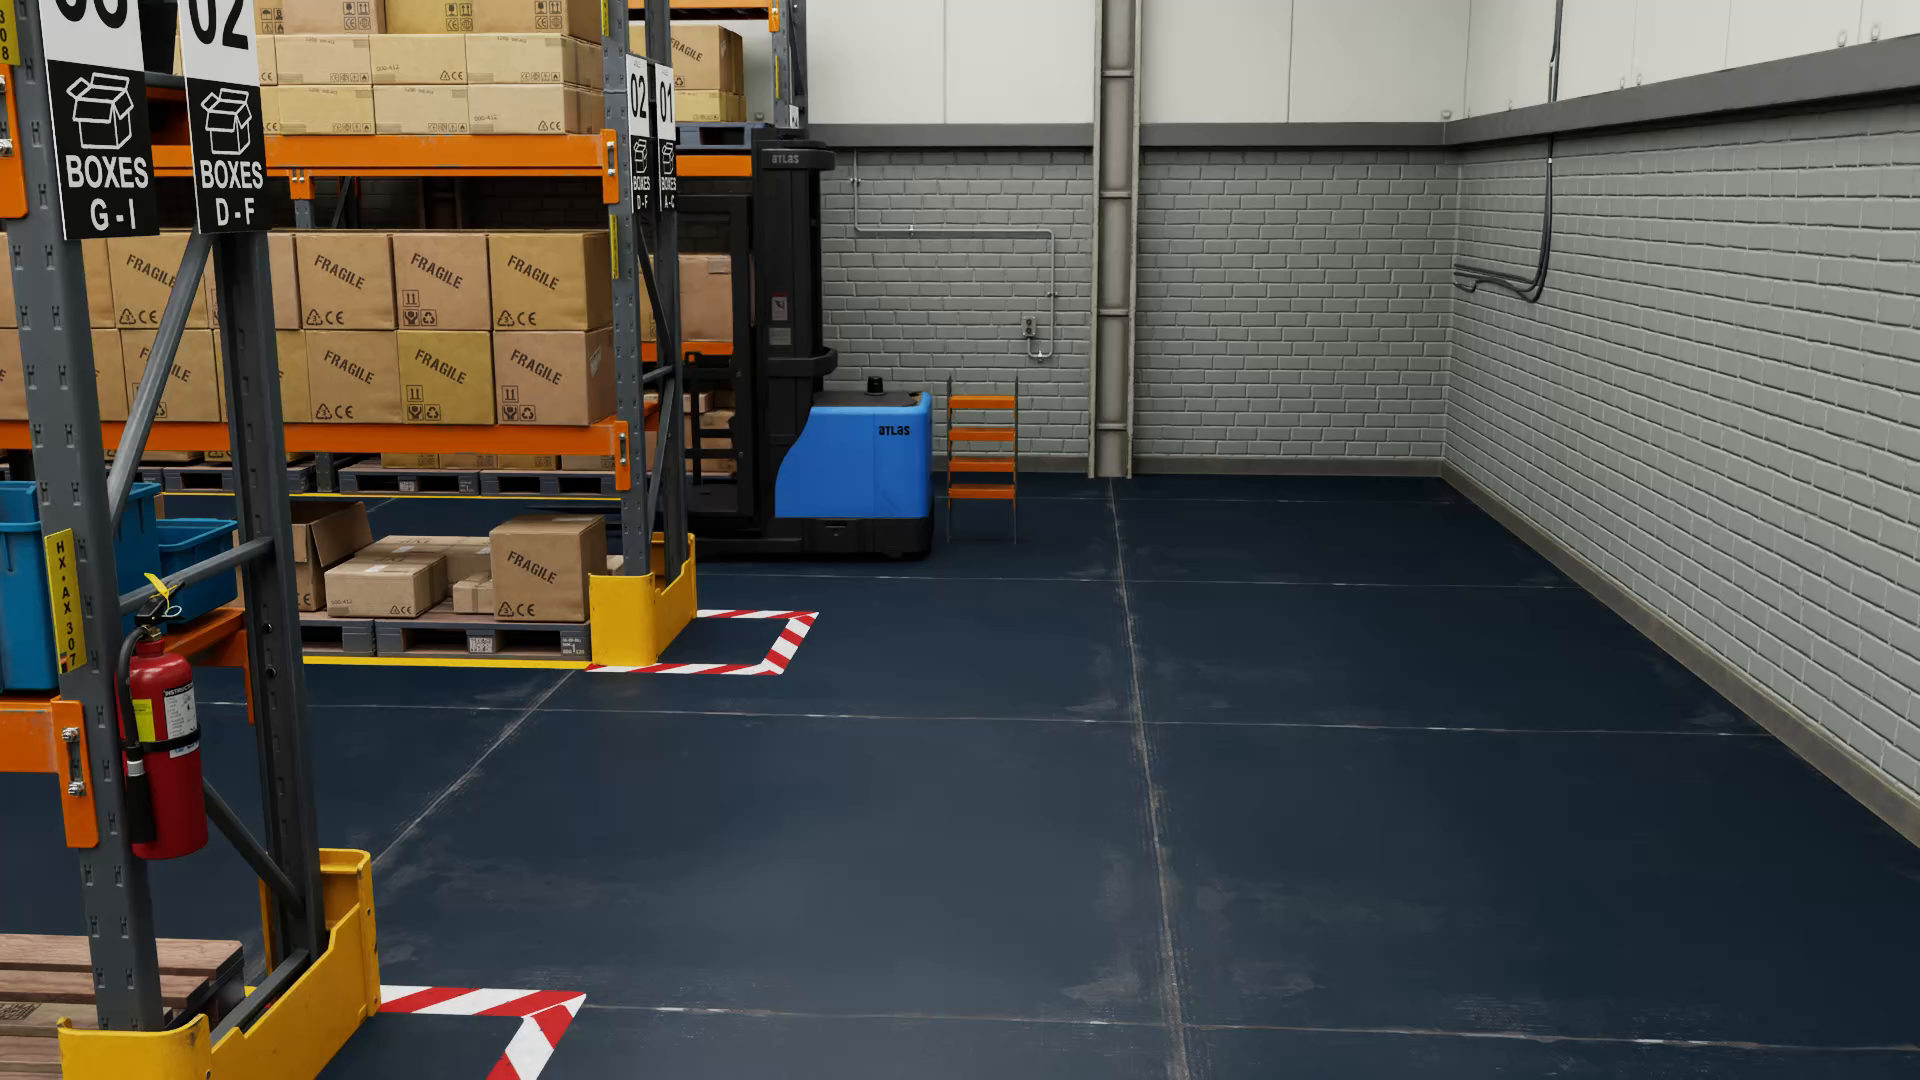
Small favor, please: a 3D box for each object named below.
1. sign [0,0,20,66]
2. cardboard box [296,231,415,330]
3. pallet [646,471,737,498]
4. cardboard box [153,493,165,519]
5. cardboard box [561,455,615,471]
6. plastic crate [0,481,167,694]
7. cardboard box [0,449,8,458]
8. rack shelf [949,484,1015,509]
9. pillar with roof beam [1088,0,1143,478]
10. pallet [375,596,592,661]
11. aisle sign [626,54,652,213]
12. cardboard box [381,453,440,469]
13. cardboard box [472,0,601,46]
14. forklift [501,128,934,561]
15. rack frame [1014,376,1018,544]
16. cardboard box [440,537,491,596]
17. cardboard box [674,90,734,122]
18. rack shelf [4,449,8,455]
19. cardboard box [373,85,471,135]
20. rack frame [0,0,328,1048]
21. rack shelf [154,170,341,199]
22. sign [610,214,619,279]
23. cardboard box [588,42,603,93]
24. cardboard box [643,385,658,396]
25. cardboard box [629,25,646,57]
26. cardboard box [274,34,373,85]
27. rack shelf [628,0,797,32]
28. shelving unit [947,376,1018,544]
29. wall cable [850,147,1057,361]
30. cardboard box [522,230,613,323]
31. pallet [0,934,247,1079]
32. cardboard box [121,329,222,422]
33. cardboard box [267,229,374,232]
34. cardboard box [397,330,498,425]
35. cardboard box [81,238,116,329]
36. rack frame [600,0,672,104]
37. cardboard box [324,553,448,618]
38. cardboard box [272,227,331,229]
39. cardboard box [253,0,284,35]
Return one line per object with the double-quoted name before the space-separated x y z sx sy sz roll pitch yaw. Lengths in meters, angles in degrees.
"sign" -2.077 -1.195 3.583 0.005 0.325 0.100 1 12 4
"cardboard box" -3.205 -1.403 8.965 0.500 0.500 0.500 1 12 5
"pallet" -2.197 -0.544 14.355 1.213 0.211 1.003 1 12 4
"cardboard box" -5.125 0.001 9.967 0.500 0.500 0.500 1 12 4
"cardboard box" -3.100 -0.899 14.319 0.500 0.500 0.700 0 12 2
"plastic crate" -2.403 0.097 4.248 0.499 0.435 0.616 1 12 4
"cardboard box" -8.651 -1.140 14.617 0.750 0.750 0.750 1 12 3
"rack shelf" 0.165 -0.325 12.189 0.480 0.148 0.258 1 12 4
"pillar with roof beam" 1.070 -4.111 9.943 0.400 9.000 9.100 1 12 4
"pallet" -2.593 0.451 9.597 1.213 0.211 1.003 1 12 4
"aisle sign" -1.674 -2.111 8.685 0.004 0.787 0.394 1 12 4
"cardboard box" -4.646 -0.920 14.419 0.500 0.500 0.700 1 12 4
"cardboard box" -2.235 -2.912 8.853 0.500 0.500 0.700 1 12 4
"forklift" -1.718 -1.394 11.773 3.031 2.935 1.130 0 12 1
"rack frame" 0.409 -0.582 12.118 0.015 1.200 0.240 1 12 4
"cardboard box" -2.744 0.156 9.837 0.500 0.250 0.500 1 12 4
"cardboard box" -2.142 -3.519 13.537 0.500 0.250 0.500 1 12 5
"rack shelf" -7.708 -0.632 9.721 4.000 0.370 1.077 1 12 4
"cardboard box" -2.750 -2.259 8.783 0.500 0.250 0.500 1 12 4
"rack frame" -2.056 0.110 4.418 0.127 3.000 1.000 1 12 4
"rack shelf" -7.381 -3.112 14.252 4.000 0.370 1.077 1 12 4
"sign" -1.778 -1.511 8.564 0.005 0.325 0.100 1 12 4
"cardboard box" -2.216 -2.602 9.200 0.500 0.250 0.500 1 12 4
"cardboard box" -2.716 -1.252 14.424 0.250 0.149 0.380 1 12 4
"cardboard box" -2.641 -3.894 13.496 0.500 0.500 0.500 1 12 5
"cardboard box" -3.248 -2.511 8.766 0.500 0.250 0.500 1 12 4
"rack shelf" -3.389 -4.330 13.724 4.000 0.370 1.077 1 12 4
"shelving unit" 0.165 -0.585 12.134 0.503 1.200 0.258 1 12 4
"wall cable" -0.053 -2.587 14.829 1.851 1.984 0.084 1 12 4
"cardboard box" -2.146 -1.501 9.429 0.500 0.500 0.500 1 12 5
"pallet" -2.876 1.455 4.795 1.213 0.211 1.003 1 12 4
"cardboard box" -4.212 -0.930 9.142 0.500 0.500 0.500 1 12 3
"cardboard box" -3.674 -1.521 9.526 0.500 0.500 0.500 1 12 3
"cardboard box" -2.704 -0.908 9.039 0.500 0.500 0.500 1 12 4
"cardboard box" -4.746 -1.424 9.065 0.500 0.500 0.500 0 12 2
"rack frame" -1.721 -3.839 8.641 0.127 3.000 1.000 1 12 4
"cardboard box" -3.226 0.252 9.378 0.500 0.250 0.500 1 12 4
"cardboard box" -5.827 -2.600 14.520 0.500 0.250 0.500 1 12 6
"cardboard box" -3.727 -2.948 9.021 0.500 0.500 0.700 1 12 4
